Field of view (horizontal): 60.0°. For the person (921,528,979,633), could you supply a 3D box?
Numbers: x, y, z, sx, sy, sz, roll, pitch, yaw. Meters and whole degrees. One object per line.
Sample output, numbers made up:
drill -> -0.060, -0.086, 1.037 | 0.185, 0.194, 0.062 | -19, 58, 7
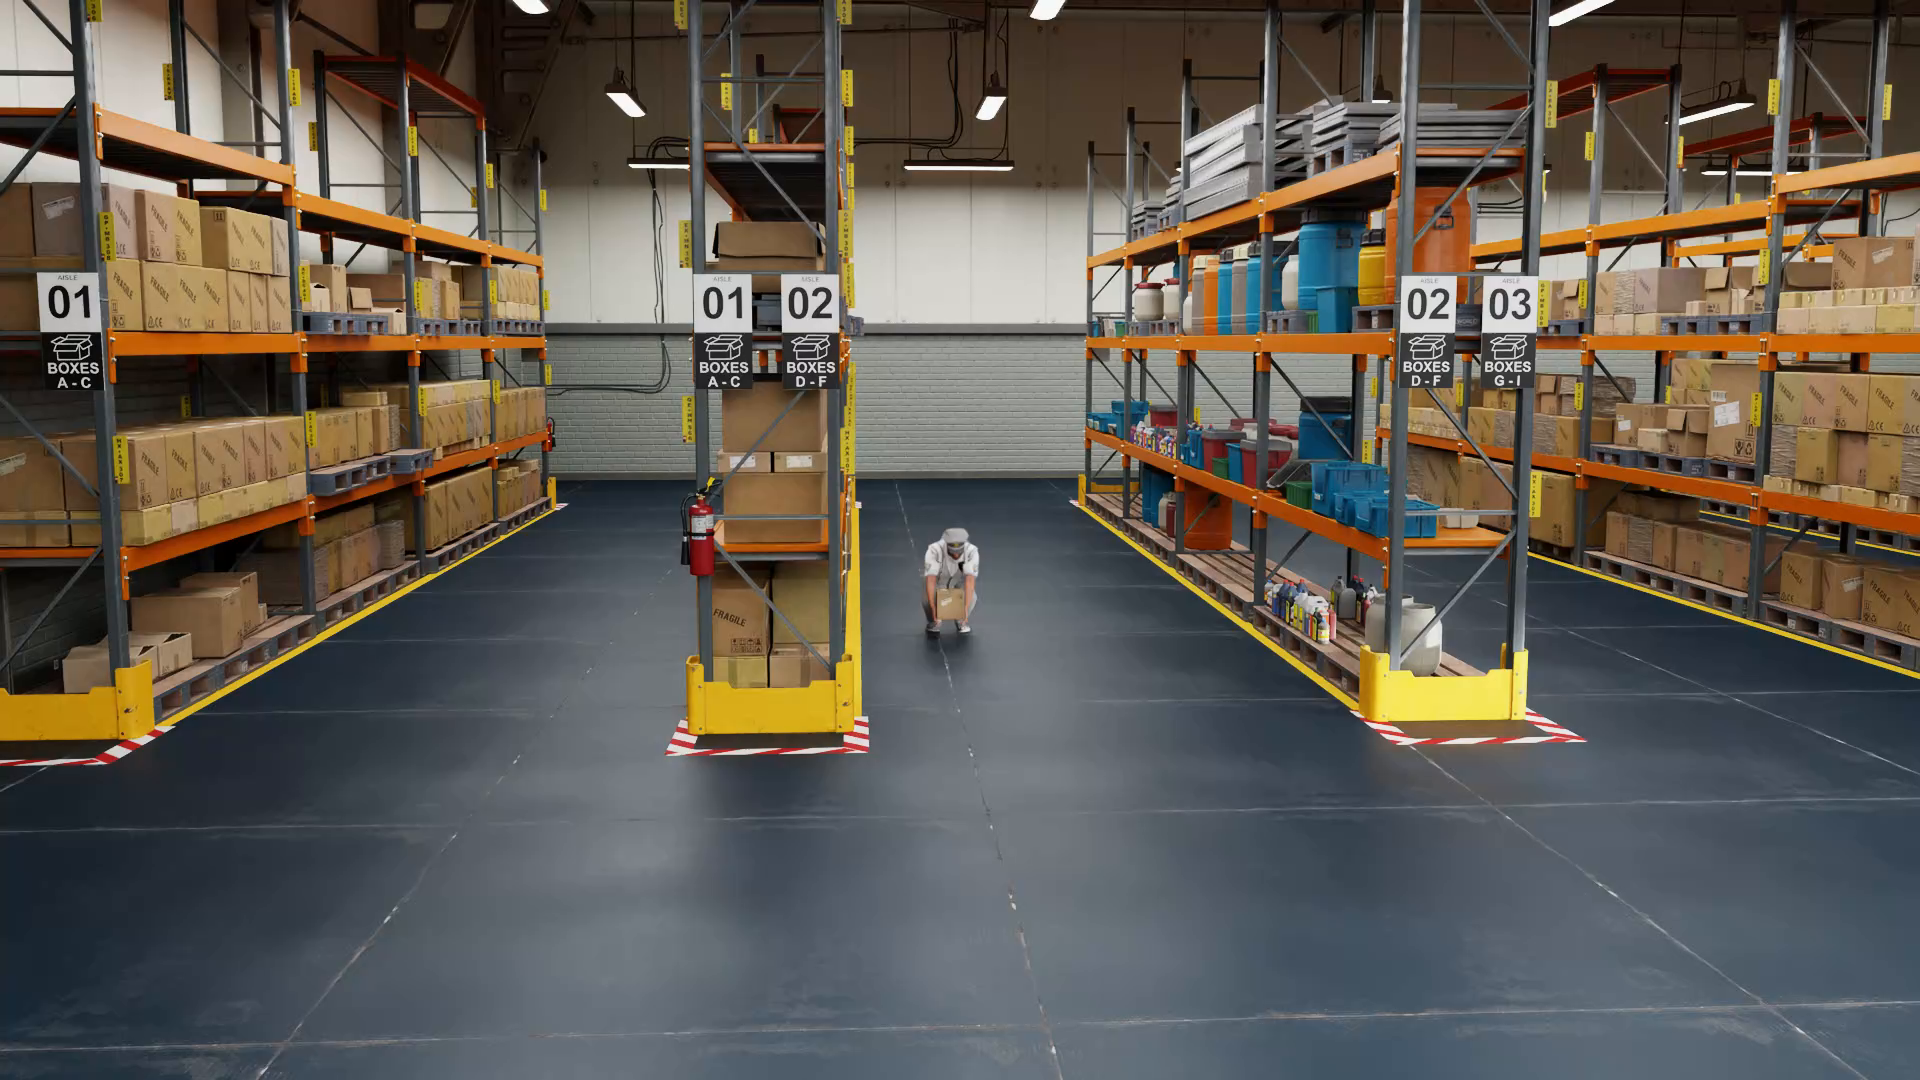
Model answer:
person -> -0.098, 0.375, 15.713 | 0.542, 1.024, 0.904 | 0, 7, -1
